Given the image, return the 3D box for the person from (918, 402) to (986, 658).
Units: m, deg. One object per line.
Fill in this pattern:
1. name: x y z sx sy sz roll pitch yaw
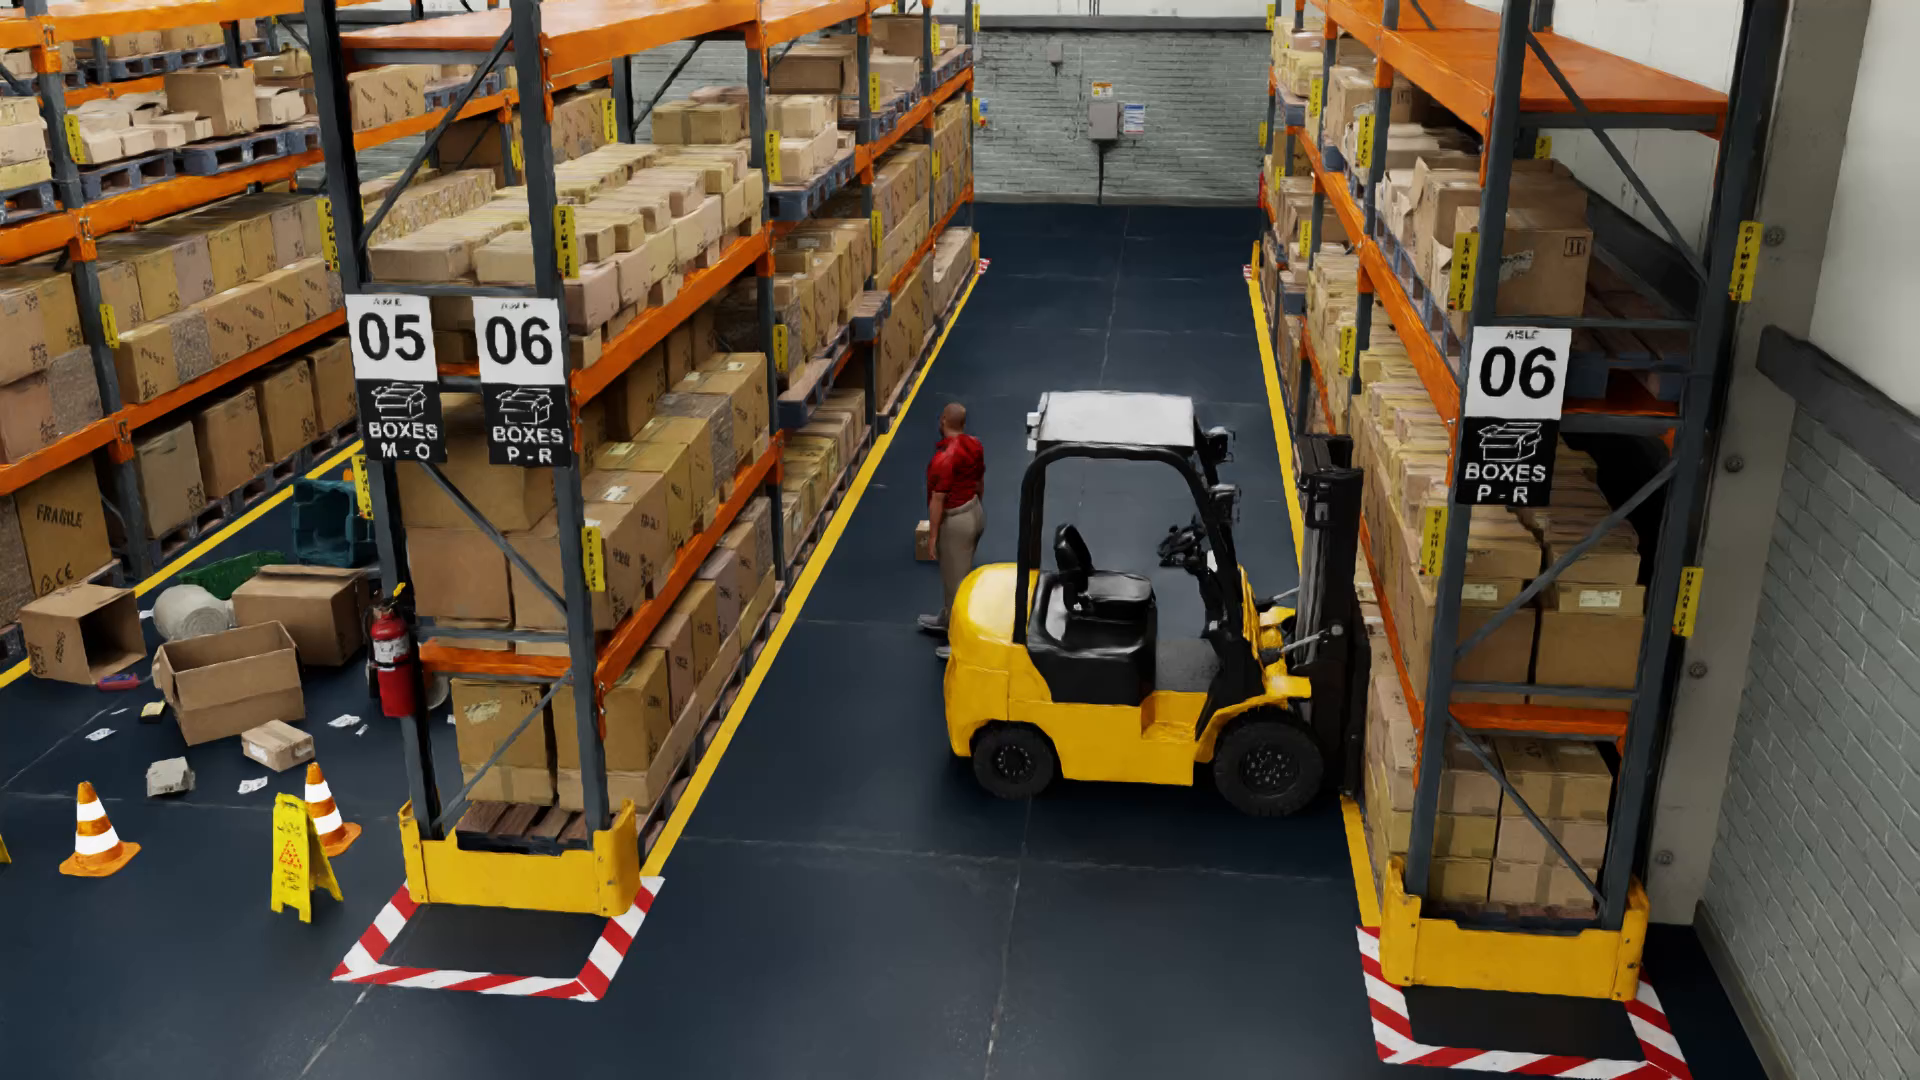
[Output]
1. person: -0.071 -0.114 11.339 0.594 1.723 0.659 9 23 22
